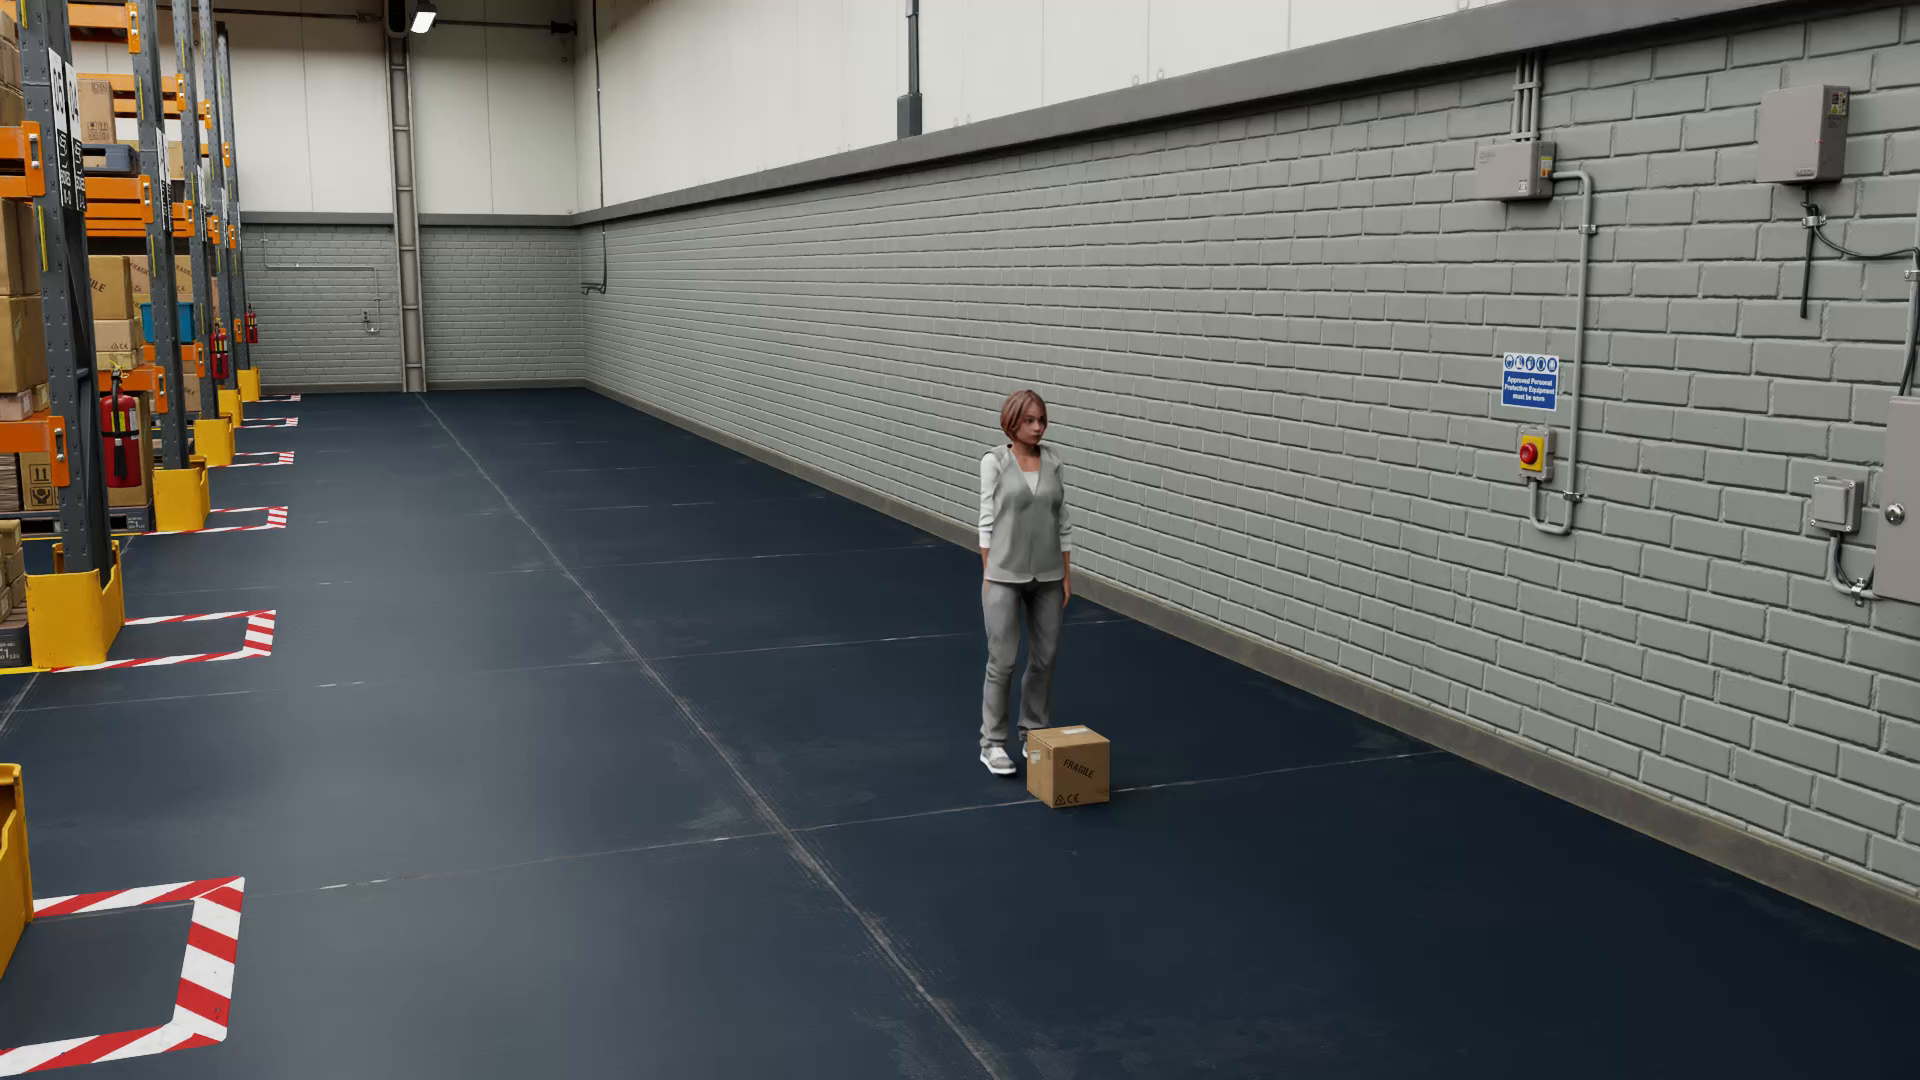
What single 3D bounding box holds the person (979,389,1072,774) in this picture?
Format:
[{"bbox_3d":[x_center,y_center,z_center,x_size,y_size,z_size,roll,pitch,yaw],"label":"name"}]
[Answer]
[{"bbox_3d":[0.276,0.174,6.948,0.408,1.588,0.307,-3,10,-20],"label":"person"}]
